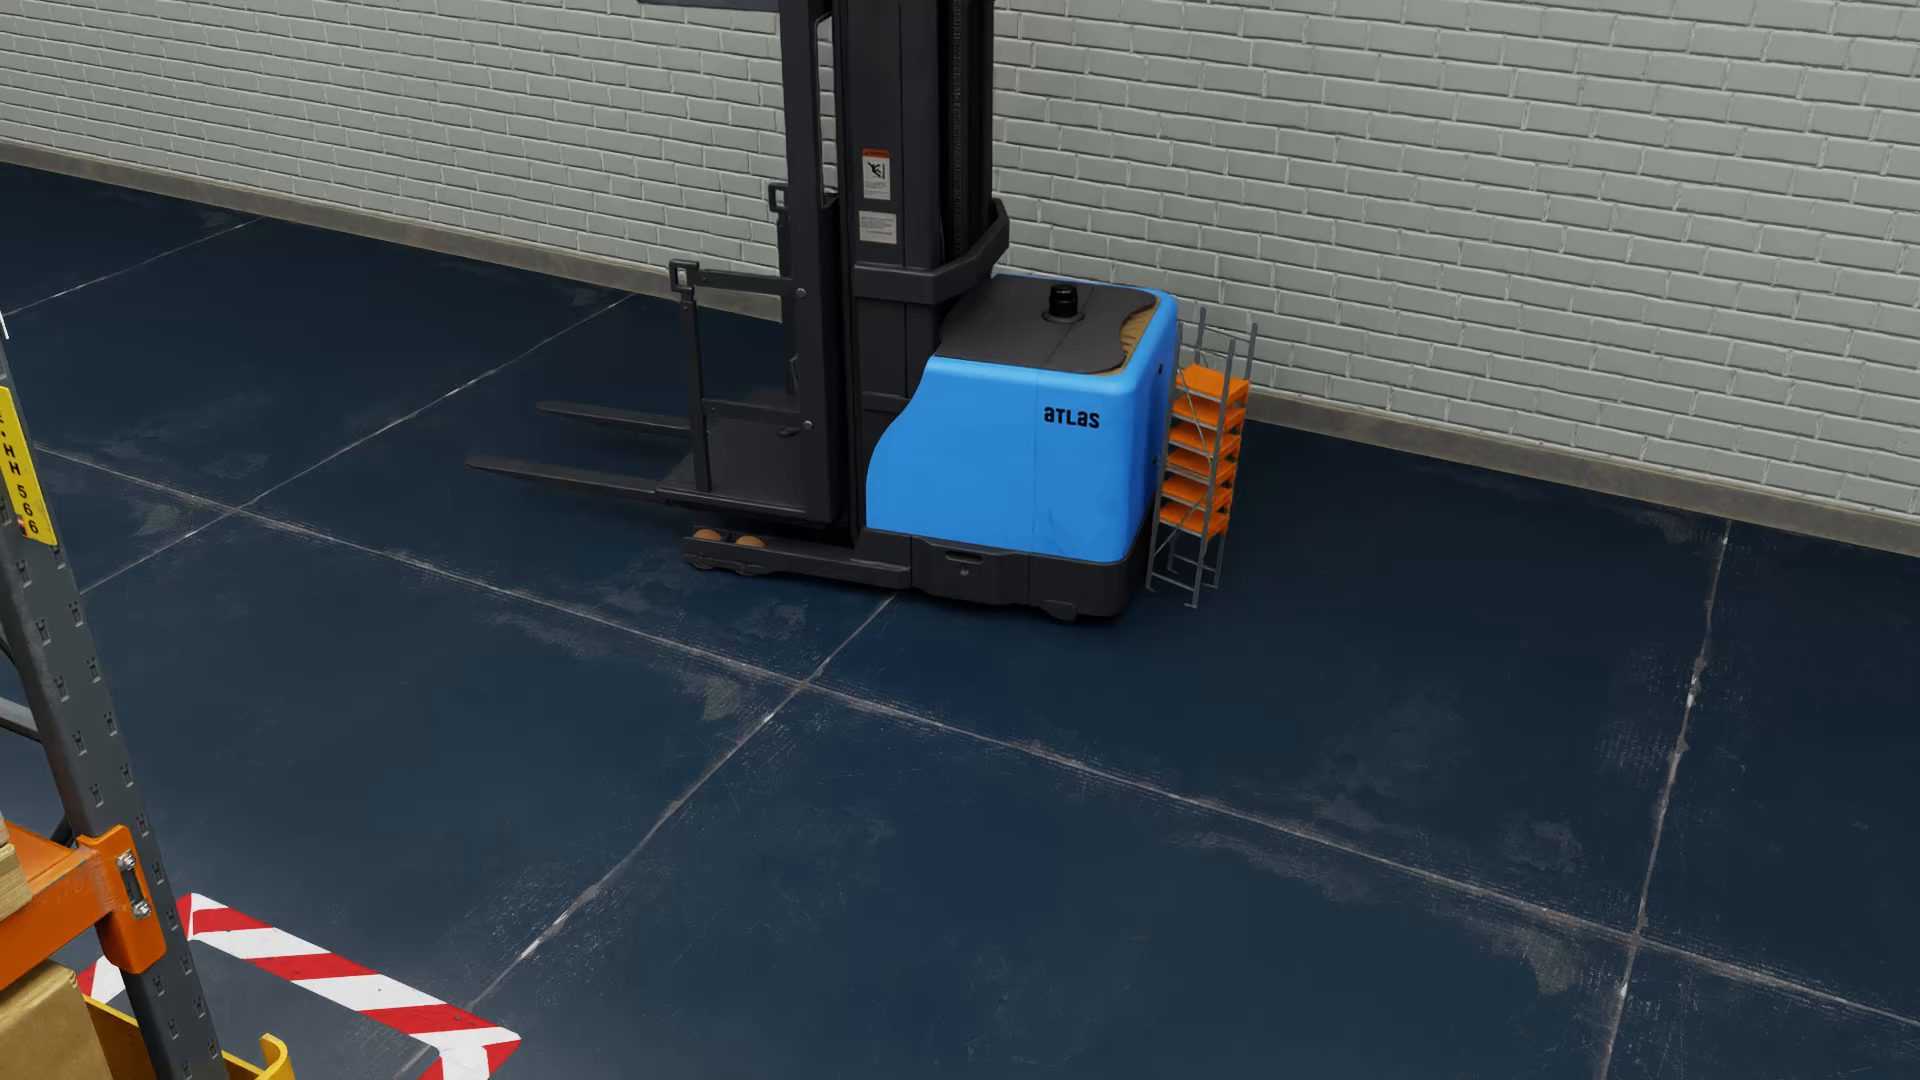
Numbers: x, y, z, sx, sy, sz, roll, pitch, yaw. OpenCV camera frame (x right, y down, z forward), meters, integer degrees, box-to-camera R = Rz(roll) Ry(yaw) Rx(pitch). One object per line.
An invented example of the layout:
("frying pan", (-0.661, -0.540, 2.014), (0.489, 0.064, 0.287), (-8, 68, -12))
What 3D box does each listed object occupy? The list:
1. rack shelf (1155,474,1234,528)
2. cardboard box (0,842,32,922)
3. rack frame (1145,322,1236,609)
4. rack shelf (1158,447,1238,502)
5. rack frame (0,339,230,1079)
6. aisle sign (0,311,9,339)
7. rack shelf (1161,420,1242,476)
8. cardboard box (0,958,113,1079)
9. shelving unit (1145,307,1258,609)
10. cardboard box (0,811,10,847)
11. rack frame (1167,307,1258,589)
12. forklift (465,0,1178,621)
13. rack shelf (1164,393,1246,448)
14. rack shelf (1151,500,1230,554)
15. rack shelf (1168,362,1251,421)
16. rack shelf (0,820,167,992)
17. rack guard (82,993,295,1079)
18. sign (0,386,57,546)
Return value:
("rack shelf", (0.936, -0.168, 6.652), (0.258, 0.103, 0.180), (23, 37, 28))
("cardboard box", (-2.098, 0.676, 3.313), (0.380, 0.149, 0.250), (15, 33, 24))
("rack frame", (0.890, -0.270, 6.500), (0.240, 1.200, 0.006), (23, 37, 28))
("rack shelf", (0.941, -0.269, 6.588), (0.258, 0.103, 0.180), (23, 37, 28))
("rack frame", (-2.229, 0.335, 3.655), (1.000, 3.000, 0.127), (14, 33, 23))
("aisle sign", (-1.929, -0.757, 2.945), (0.394, 0.787, 0.004), (14, 33, 23))
("rack shelf", (0.947, -0.371, 6.525), (0.258, 0.103, 0.180), (23, 37, 28))
("cardboard box", (-2.450, 1.376, 3.554), (0.875, 0.875, 0.875), (14, 33, 23))
("shelving unit", (0.943, -0.307, 6.565), (0.258, 1.200, 0.189), (23, 37, 28))
("cardboard box", (-2.214, 0.546, 3.140), (0.500, 0.250, 0.500), (14, 33, 23))
("rack frame", (0.996, -0.345, 6.629), (0.240, 1.200, 0.006), (23, 37, 28))
("forklift", (-0.662, -1.360, 6.675), (3.031, 2.935, 1.130), (9, 31, 15))
("rack shelf", (0.952, -0.473, 6.461), (0.258, 0.103, 0.180), (23, 37, 28))
("rack shelf", (0.930, -0.066, 6.715), (0.258, 0.103, 0.180), (23, 37, 28))
("rack shelf", (0.957, -0.574, 6.398), (0.258, 0.103, 0.180), (23, 37, 28))
("rack shelf", (-3.140, 1.533, 2.291), (1.077, 0.370, 4.000), (14, 33, 23))
("rack guard", (-2.218, 1.408, 4.296), (1.175, 0.500, 0.348), (14, 33, 23))
("sign", (-1.753, -0.141, 3.083), (0.100, 0.325, 0.005), (14, 33, 23))
